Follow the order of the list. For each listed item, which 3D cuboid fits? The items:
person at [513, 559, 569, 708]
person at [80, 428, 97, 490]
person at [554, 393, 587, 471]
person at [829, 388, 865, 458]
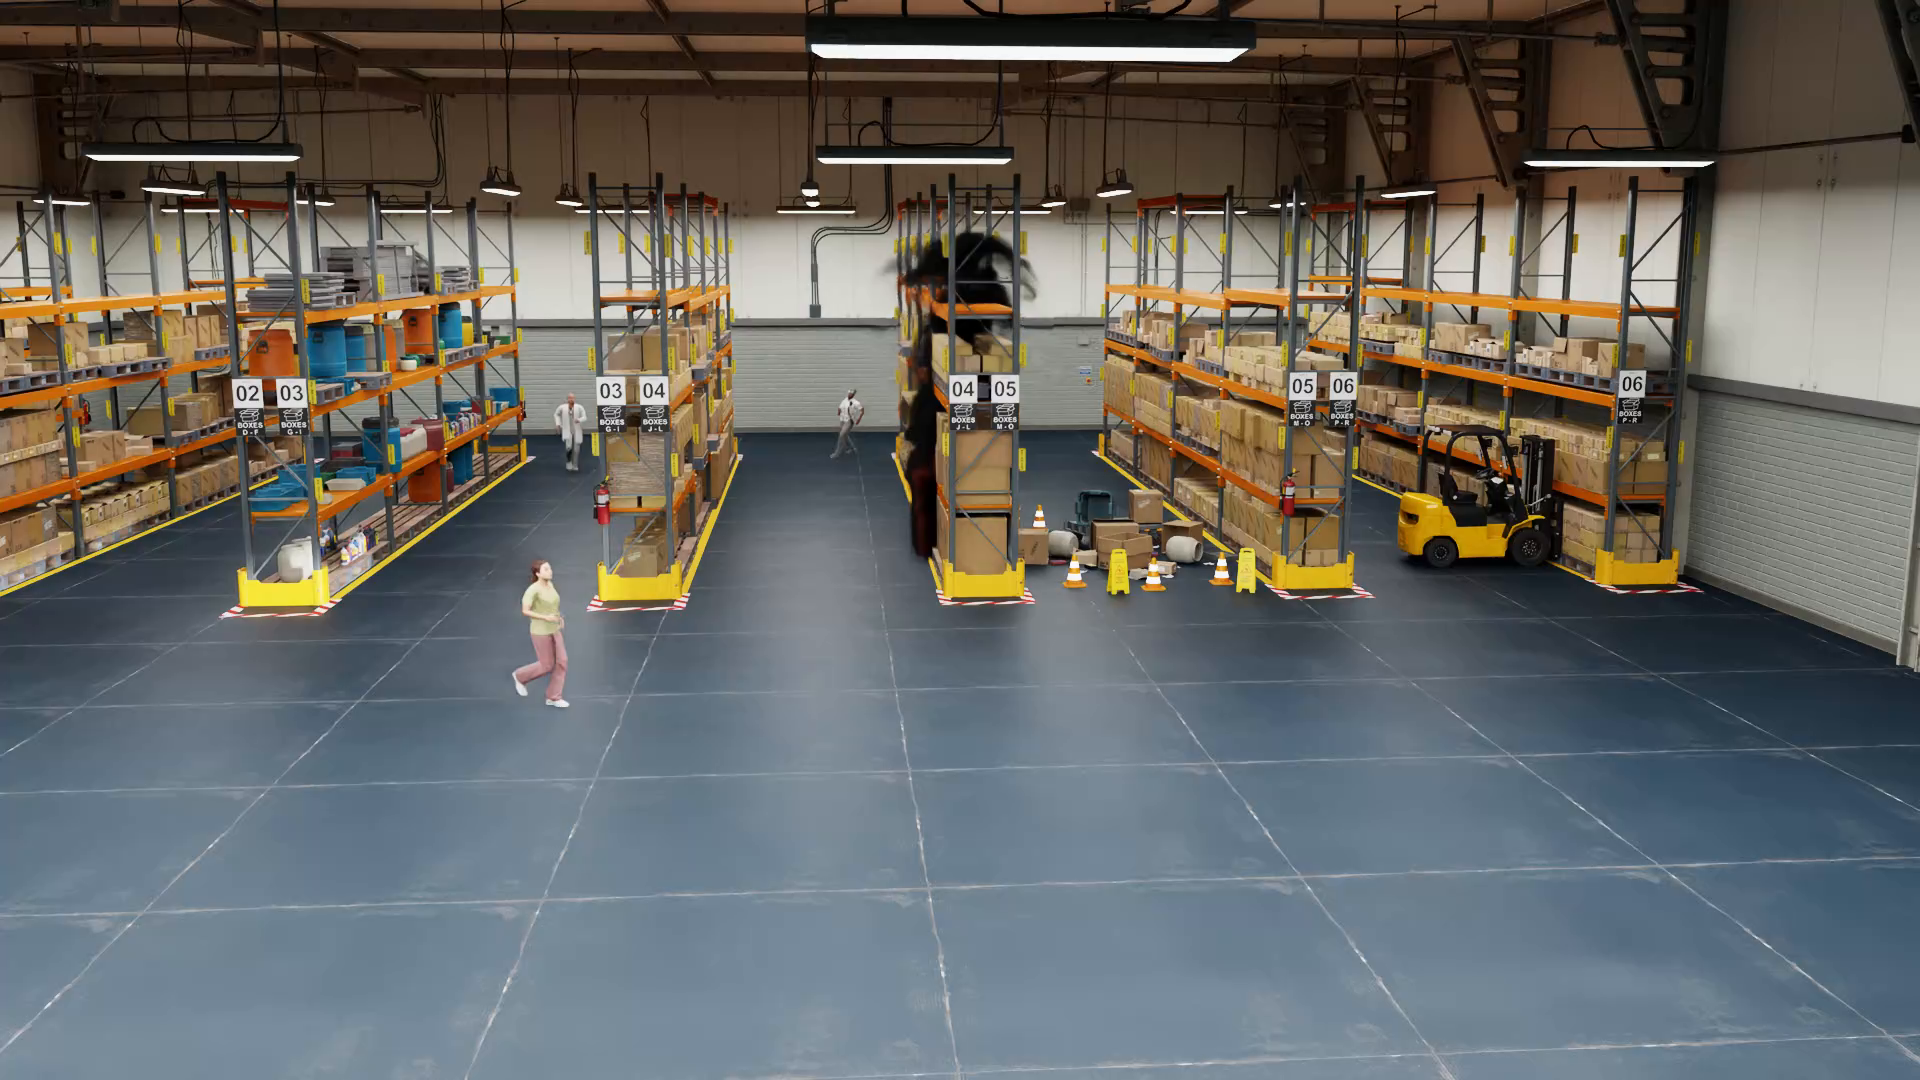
[{"bbox_3d":[-4.597,1.011,18.261,0.701,1.634,0.583,4,11,22],"label":"person"},{"bbox_3d":[-16.637,-1.342,31.673,0.514,1.574,0.645,-2,10,-11],"label":"person"},{"bbox_3d":[-8.707,-2.412,37.272,0.691,1.752,0.723,-3,11,-18],"label":"person"},{"bbox_3d":[-2.722,-2.810,39.699,0.627,1.652,0.874,9,14,42],"label":"person"}]
